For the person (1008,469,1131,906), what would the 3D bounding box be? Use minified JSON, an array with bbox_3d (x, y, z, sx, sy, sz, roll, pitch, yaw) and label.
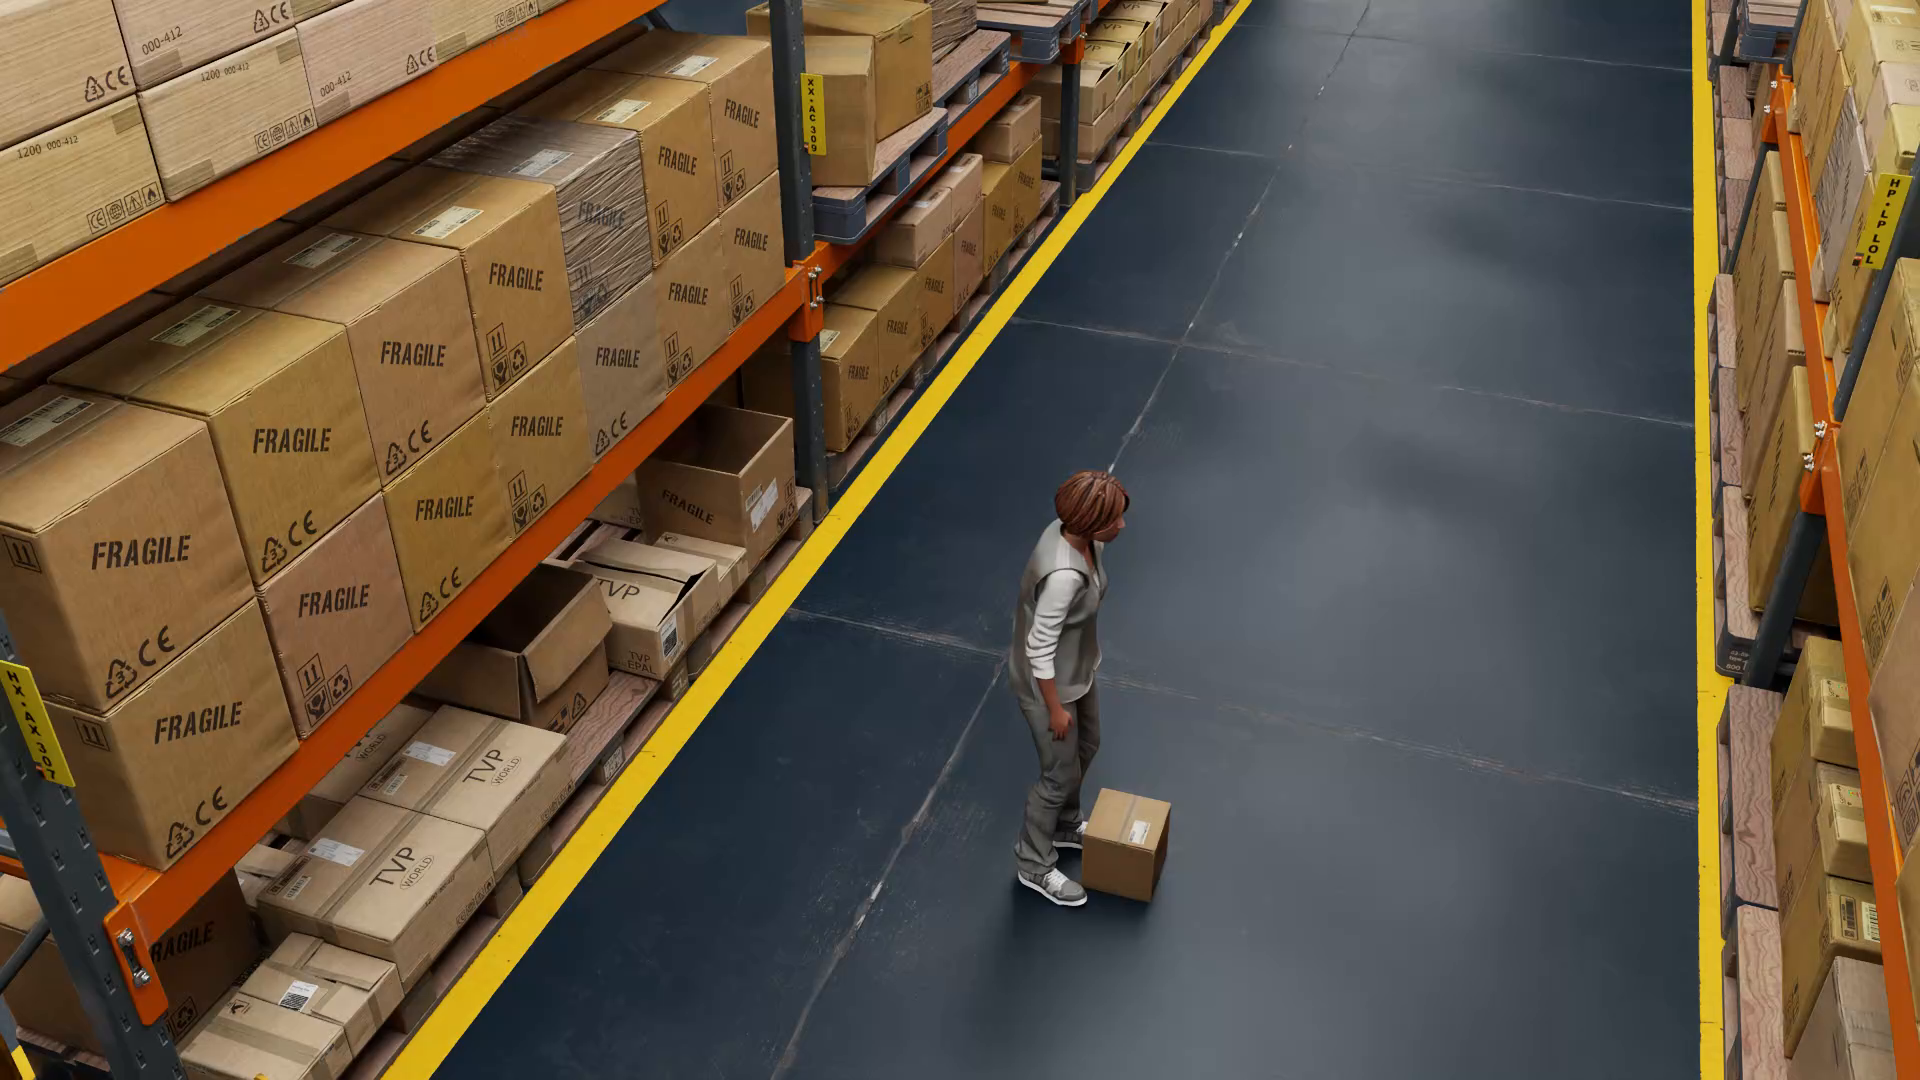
[{"bbox_3d":[0.354,0.463,5.458,0.376,1.592,0.468,10,35,14],"label":"person"}]
